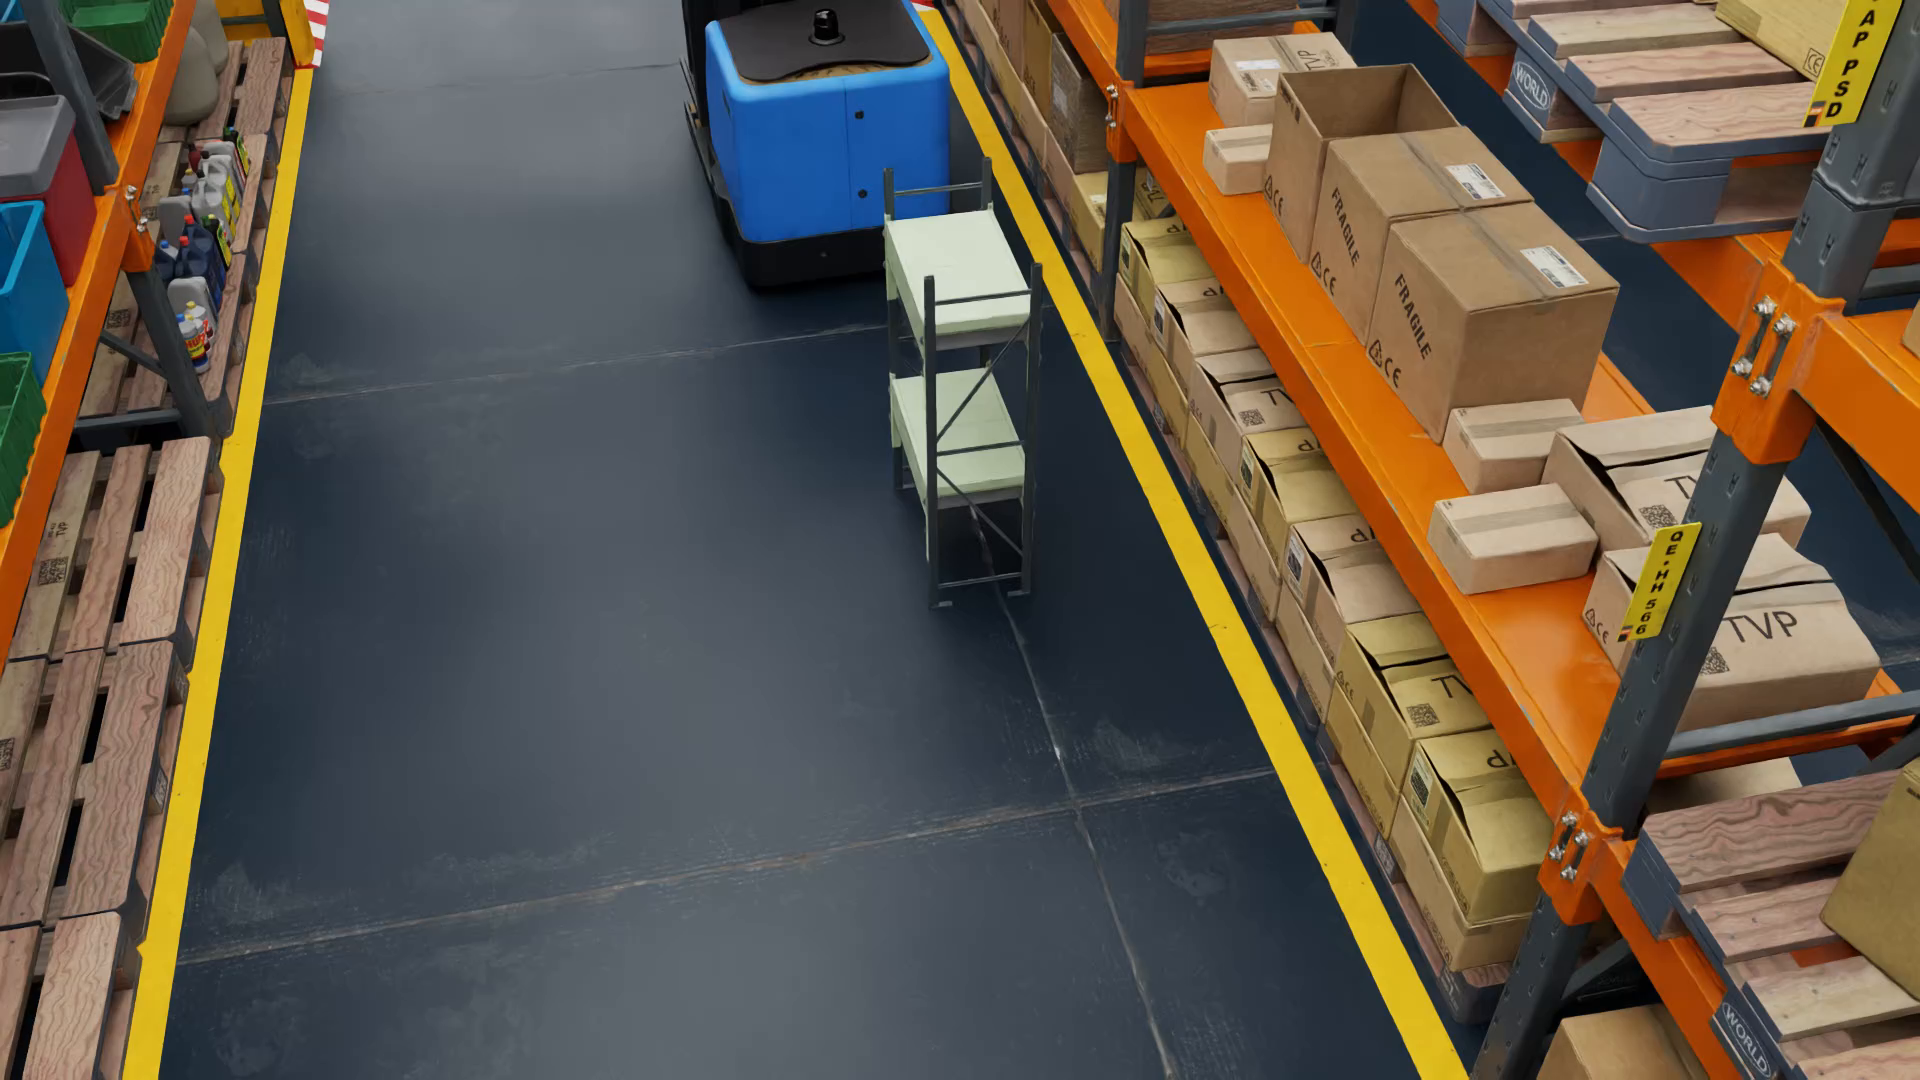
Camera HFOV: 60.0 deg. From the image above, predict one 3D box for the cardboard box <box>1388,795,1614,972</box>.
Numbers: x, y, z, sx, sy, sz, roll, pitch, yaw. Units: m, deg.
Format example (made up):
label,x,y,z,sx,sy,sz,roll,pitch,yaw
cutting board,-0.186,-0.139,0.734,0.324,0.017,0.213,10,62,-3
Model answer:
label,x,y,z,sx,sy,sz,roll,pitch,yaw
cardboard box,1.665,1.009,5.108,0.500,0.250,0.500,-7,42,-8

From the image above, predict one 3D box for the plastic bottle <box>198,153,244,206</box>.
label,x,y,z,sx,sy,sz,roll,pitch,yaw
plastic bottle,-3.666,-1.795,8.233,0.152,0.276,0.135,-9,42,-10

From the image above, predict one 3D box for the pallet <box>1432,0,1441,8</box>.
label,x,y,z,sx,sy,sz,roll,pitch,yaw
pallet,1.538,-1.759,4.354,1.003,0.211,1.213,-7,42,-7

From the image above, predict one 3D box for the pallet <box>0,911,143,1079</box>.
label,x,y,z,sx,sy,sz,roll,pitch,yaw
pallet,-2.950,1.687,4.691,1.003,0.211,1.213,-8,42,-9

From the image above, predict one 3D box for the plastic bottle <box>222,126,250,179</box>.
label,x,y,z,sx,sy,sz,roll,pitch,yaw
plastic bottle,-3.680,-1.982,8.438,0.061,0.283,0.133,-7,42,-8

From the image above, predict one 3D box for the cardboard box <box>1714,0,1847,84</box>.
label,x,y,z,sx,sy,sz,roll,pitch,yaw
cardboard box,1.863,-1.065,3.227,0.500,0.250,0.500,-11,43,-12

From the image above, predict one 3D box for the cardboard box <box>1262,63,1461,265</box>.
label,x,y,z,sx,sy,sz,roll,pitch,yaw
cardboard box,1.416,-1.344,5.930,0.500,0.500,0.500,-6,42,-6

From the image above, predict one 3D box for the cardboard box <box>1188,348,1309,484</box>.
label,x,y,z,sx,sy,sz,roll,pitch,yaw
cardboard box,1.215,-0.523,6.412,0.500,0.311,0.500,-10,43,-11

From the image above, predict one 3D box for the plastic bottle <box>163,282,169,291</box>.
label,x,y,z,sx,sy,sz,roll,pitch,yaw
plastic bottle,-3.526,-1.049,7.387,0.061,0.283,0.133,-8,42,-9

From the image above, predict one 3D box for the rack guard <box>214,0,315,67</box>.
label,x,y,z,sx,sy,sz,roll,pitch,yaw
rack guard,-4.486,-3.057,9.817,1.175,0.500,0.348,-8,42,-9

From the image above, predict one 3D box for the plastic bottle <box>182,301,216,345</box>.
label,x,y,z,sx,sy,sz,roll,pitch,yaw
plastic bottle,-3.369,-0.961,7.349,0.097,0.201,0.097,0,42,0

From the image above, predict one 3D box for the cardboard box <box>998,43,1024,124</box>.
label,x,y,z,sx,sy,sz,roll,pitch,yaw
cardboard box,0.510,-2.518,9.082,0.500,0.250,0.500,-8,42,-9

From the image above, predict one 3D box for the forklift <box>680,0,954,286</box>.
label,x,y,z,sx,sy,sz,roll,pitch,yaw
forklift,-0.912,-3.309,8.270,1.130,2.935,3.031,-10,43,-11

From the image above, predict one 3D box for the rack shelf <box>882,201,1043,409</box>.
label,x,y,z,sx,sy,sz,roll,pitch,yaw
rack shelf,-0.001,-0.857,5.998,0.431,0.370,0.720,-8,42,-9

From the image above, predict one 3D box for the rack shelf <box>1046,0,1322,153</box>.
label,x,y,z,sx,sy,sz,roll,pitch,yaw
rack shelf,0.721,-3.176,8.610,1.077,0.370,4.000,-8,42,-9

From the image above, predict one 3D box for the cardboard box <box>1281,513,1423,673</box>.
label,x,y,z,sx,sy,sz,roll,pitch,yaw
cardboard box,1.438,0.138,5.668,0.500,0.311,0.500,-9,42,-10

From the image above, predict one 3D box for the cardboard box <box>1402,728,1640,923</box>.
label,x,y,z,sx,sy,sz,roll,pitch,yaw
cardboard box,1.663,0.801,4.920,0.500,0.311,0.500,-7,42,-8

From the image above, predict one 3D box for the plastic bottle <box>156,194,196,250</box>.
label,x,y,z,sx,sy,sz,roll,pitch,yaw
plastic bottle,-3.725,-1.530,7.935,0.152,0.276,0.135,-8,42,-9

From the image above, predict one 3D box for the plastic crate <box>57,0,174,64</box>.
label,x,y,z,sx,sy,sz,roll,pitch,yaw
plastic crate,-3.702,-2.282,7.221,0.450,0.188,0.662,-8,42,-9

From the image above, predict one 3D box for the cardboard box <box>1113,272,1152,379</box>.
label,x,y,z,sx,sy,sz,roll,pitch,yaw
cardboard box,0.998,-0.980,7.350,0.500,0.250,0.500,-9,42,-10

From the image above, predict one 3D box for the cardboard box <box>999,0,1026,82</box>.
label,x,y,z,sx,sy,sz,roll,pitch,yaw
cardboard box,0.509,-2.798,8.833,0.500,0.500,0.500,-8,42,-9

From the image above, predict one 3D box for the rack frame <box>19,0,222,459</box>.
label,x,y,z,sx,sy,sz,roll,pitch,yaw
rack frame,-3.685,-1.441,6.114,1.000,3.000,0.127,-8,42,-9

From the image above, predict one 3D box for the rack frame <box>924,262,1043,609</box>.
label,x,y,z,sx,sy,sz,roll,pitch,yaw
rack frame,0.078,-0.328,5.990,0.400,1.500,0.023,-8,42,-9

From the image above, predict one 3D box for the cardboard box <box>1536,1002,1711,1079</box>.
label,x,y,z,sx,sy,sz,roll,pitch,yaw
cardboard box,1.835,1.550,4.295,0.500,0.500,0.500,-7,42,-7

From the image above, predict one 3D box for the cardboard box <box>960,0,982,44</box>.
label,x,y,z,sx,sy,sz,roll,pitch,yaw
cardboard box,0.300,-3.167,9.813,0.500,0.250,0.500,-8,42,-9

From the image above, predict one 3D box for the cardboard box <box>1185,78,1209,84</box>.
label,x,y,z,sx,sy,sz,roll,pitch,yaw
cardboard box,1.358,-1.903,7.825,0.500,0.500,0.500,-8,42,-9

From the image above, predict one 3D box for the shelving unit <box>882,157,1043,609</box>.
label,x,y,z,sx,sy,sz,roll,pitch,yaw
shelving unit,-0.001,-0.565,6.257,0.431,1.500,0.755,-8,42,-9

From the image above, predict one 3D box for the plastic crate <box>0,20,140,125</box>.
label,x,y,z,sx,sy,sz,roll,pitch,yaw
plastic crate,-3.673,-1.776,6.538,0.767,0.338,0.504,-8,42,-9

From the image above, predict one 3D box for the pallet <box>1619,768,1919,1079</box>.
label,x,y,z,sx,sy,sz,roll,pitch,yaw
pallet,2.231,0.945,3.570,1.213,0.211,1.003,-8,42,-9

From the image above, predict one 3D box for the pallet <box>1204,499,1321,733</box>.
label,x,y,z,sx,sy,sz,roll,pitch,yaw
pallet,1.617,0.159,6.412,1.003,0.211,1.213,-8,42,-9

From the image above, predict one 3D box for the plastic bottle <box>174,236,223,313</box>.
label,x,y,z,sx,sy,sz,roll,pitch,yaw
plastic bottle,-3.454,-1.198,7.504,0.144,0.351,0.185,-7,42,-8

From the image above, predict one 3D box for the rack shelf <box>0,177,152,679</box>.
label,x,y,z,sx,sy,sz,roll,pitch,yaw
rack shelf,-3.253,0.124,4.893,1.077,0.370,4.000,-8,42,-9

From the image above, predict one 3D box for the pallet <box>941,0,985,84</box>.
label,x,y,z,sx,sy,sz,roll,pitch,yaw
pallet,0.495,-3.209,10.206,1.003,0.211,1.213,-8,42,-9

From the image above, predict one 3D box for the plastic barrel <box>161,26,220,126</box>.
label,x,y,z,sx,sy,sz,roll,pitch,yaw
plastic barrel,-4.223,-2.520,8.887,0.421,0.512,0.421,0,42,0

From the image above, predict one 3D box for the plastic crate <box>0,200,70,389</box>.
label,x,y,z,sx,sy,sz,roll,pitch,yaw
plastic crate,-3.143,-0.765,5.364,0.392,0.384,0.575,-8,42,-9

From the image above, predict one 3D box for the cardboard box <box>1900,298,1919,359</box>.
label,x,y,z,sx,sy,sz,roll,pitch,yaw
cardboard box,2.143,-0.437,2.648,0.910,0.500,0.500,-8,42,-9

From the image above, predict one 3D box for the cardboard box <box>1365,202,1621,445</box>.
label,x,y,z,sx,sy,sz,roll,pitch,yaw
cardboard box,1.638,-0.679,5.180,0.500,0.500,0.500,-10,43,-12

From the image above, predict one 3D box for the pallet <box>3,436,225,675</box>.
label,x,y,z,sx,sy,sz,roll,pitch,yaw
pallet,-3.477,0.105,6.473,1.003,0.211,1.213,-8,42,-9

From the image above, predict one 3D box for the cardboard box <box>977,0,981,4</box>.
label,x,y,z,sx,sy,sz,roll,pitch,yaw
cardboard box,0.298,-3.447,9.564,0.500,0.500,0.500,-8,42,-9

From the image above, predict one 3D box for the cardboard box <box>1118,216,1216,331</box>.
label,x,y,z,sx,sy,sz,roll,pitch,yaw
cardboard box,0.999,-1.184,7.156,0.500,0.311,0.500,-8,42,-9

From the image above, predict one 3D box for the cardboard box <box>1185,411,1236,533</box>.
label,x,y,z,sx,sy,sz,roll,pitch,yaw
cardboard box,1.222,-0.314,6.599,0.500,0.250,0.500,-10,42,-11

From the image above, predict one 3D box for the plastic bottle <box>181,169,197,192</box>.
label,x,y,z,sx,sy,sz,roll,pitch,yaw
plastic bottle,-3.784,-1.737,8.224,0.097,0.201,0.097,0,42,0

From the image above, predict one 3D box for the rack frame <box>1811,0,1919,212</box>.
label,x,y,z,sx,sy,sz,roll,pitch,yaw
rack frame,2.016,-1.799,1.999,1.000,3.000,0.127,-8,42,-9

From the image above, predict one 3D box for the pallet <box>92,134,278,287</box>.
label,x,y,z,sx,sy,sz,roll,pitch,yaw
pallet,-4.056,-1.632,8.430,1.003,0.211,1.213,-8,42,-9

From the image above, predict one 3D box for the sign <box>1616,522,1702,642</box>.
label,x,y,z,sx,sy,sz,roll,pitch,yaw
sign,1.475,0.093,3.514,0.100,0.325,0.005,-8,42,-9

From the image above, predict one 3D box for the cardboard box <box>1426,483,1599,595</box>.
label,x,y,z,sx,sy,sz,roll,pitch,yaw
cardboard box,1.552,-0.005,4.686,0.380,0.149,0.250,-8,42,-9

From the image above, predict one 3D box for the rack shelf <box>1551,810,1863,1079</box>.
label,x,y,z,sx,sy,sz,roll,pitch,yaw
rack shelf,2.448,2.010,2.768,1.077,0.370,4.000,-8,42,-9

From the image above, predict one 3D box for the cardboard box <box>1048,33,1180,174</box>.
label,x,y,z,sx,sy,sz,roll,pitch,yaw
cardboard box,0.743,-2.153,8.106,0.500,0.500,0.500,-8,42,-9

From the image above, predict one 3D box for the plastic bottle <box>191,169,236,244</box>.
label,x,y,z,sx,sy,sz,roll,pitch,yaw
plastic bottle,-3.586,-1.596,7.952,0.144,0.351,0.185,-9,42,-10

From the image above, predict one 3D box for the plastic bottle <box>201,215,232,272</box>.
label,x,y,z,sx,sy,sz,roll,pitch,yaw
plastic bottle,-3.489,-1.408,7.791,0.061,0.283,0.133,-7,42,-7

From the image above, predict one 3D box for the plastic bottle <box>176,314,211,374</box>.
label,x,y,z,sx,sy,sz,roll,pitch,yaw
plastic bottle,-3.325,-0.855,7.177,0.097,0.271,0.097,0,42,0

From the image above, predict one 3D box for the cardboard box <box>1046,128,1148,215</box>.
label,x,y,z,sx,sy,sz,roll,pitch,yaw
cardboard box,0.741,-1.872,8.354,0.500,0.250,0.500,-8,42,-9

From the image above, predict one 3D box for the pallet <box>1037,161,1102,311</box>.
label,x,y,z,sx,sy,sz,roll,pitch,yaw
pallet,1.022,-1.627,8.424,1.003,0.211,1.213,-8,42,-9

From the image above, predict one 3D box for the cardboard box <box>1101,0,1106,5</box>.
label,x,y,z,sx,sy,sz,roll,pitch,yaw
cardboard box,0.931,-2.814,7.585,0.700,0.500,0.500,-9,42,-10

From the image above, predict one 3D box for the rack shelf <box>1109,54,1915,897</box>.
label,x,y,z,sx,sy,sz,roll,pitch,yaw
rack shelf,1.585,-0.583,5.689,1.077,0.370,4.000,-8,42,-9

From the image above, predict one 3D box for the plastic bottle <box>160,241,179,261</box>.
label,x,y,z,sx,sy,sz,roll,pitch,yaw
plastic bottle,-3.603,-1.245,7.617,0.097,0.271,0.097,0,42,0

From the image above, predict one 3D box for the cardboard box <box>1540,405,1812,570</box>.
label,x,y,z,sx,sy,sz,roll,pitch,yaw
cardboard box,2.012,-0.130,4.704,0.500,0.311,0.500,-9,42,-10

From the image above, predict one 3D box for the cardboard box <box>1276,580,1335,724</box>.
label,x,y,z,sx,sy,sz,roll,pitch,yaw
cardboard box,1.444,0.349,5.852,0.500,0.250,0.500,-7,42,-8
